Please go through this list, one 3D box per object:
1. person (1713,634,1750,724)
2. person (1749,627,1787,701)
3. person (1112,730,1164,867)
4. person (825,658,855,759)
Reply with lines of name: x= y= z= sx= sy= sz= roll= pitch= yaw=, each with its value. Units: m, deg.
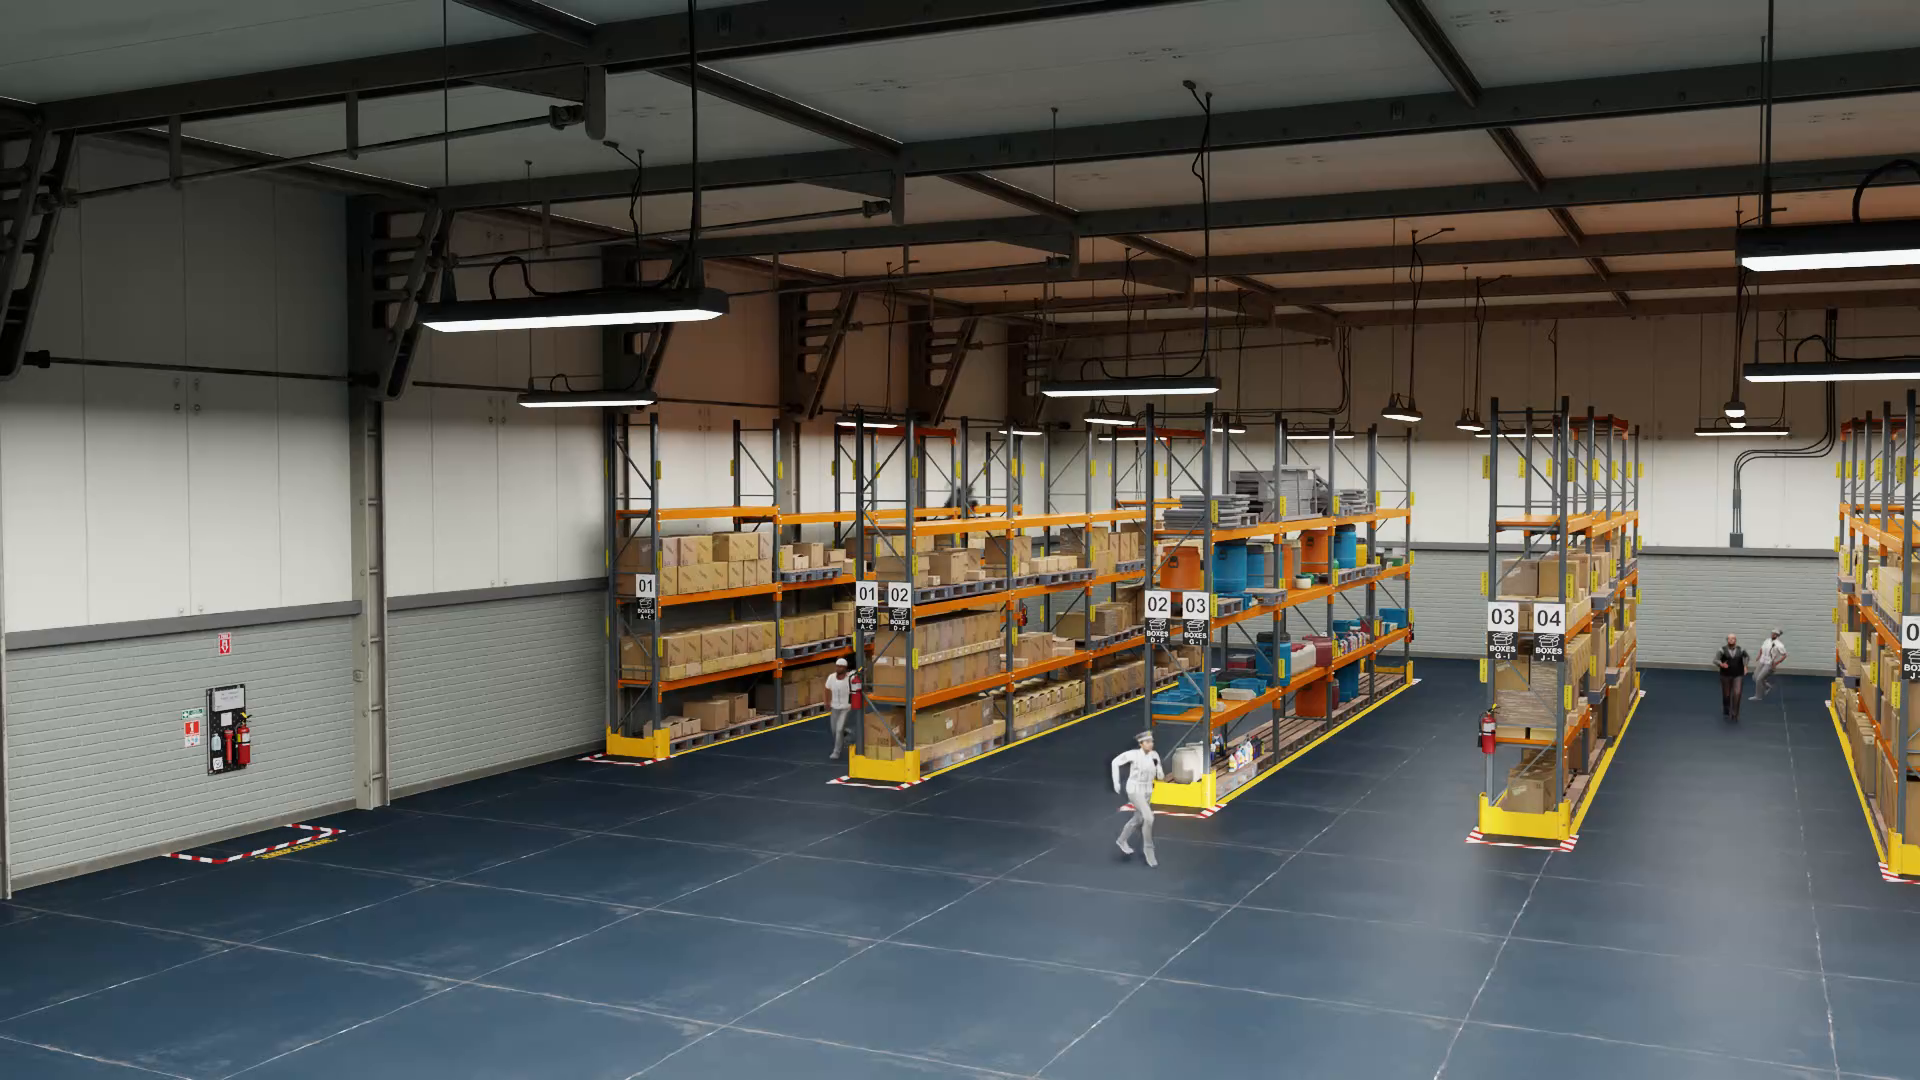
person: x=15.391 y=2.741 z=33.177 sx=0.672 sy=1.735 sz=0.963 roll=1 pitch=3 yaw=22
person: x=17.446 y=2.678 z=35.912 sx=0.582 sy=1.612 sz=0.647 roll=-1 pitch=2 yaw=-16
person: x=2.286 y=3.271 z=21.266 sx=0.636 sy=1.727 sz=0.807 roll=-2 pitch=3 yaw=-33
person: x=-2.037 y=2.924 z=29.064 sx=0.726 sy=1.740 sz=0.771 roll=1 pitch=3 yaw=20
